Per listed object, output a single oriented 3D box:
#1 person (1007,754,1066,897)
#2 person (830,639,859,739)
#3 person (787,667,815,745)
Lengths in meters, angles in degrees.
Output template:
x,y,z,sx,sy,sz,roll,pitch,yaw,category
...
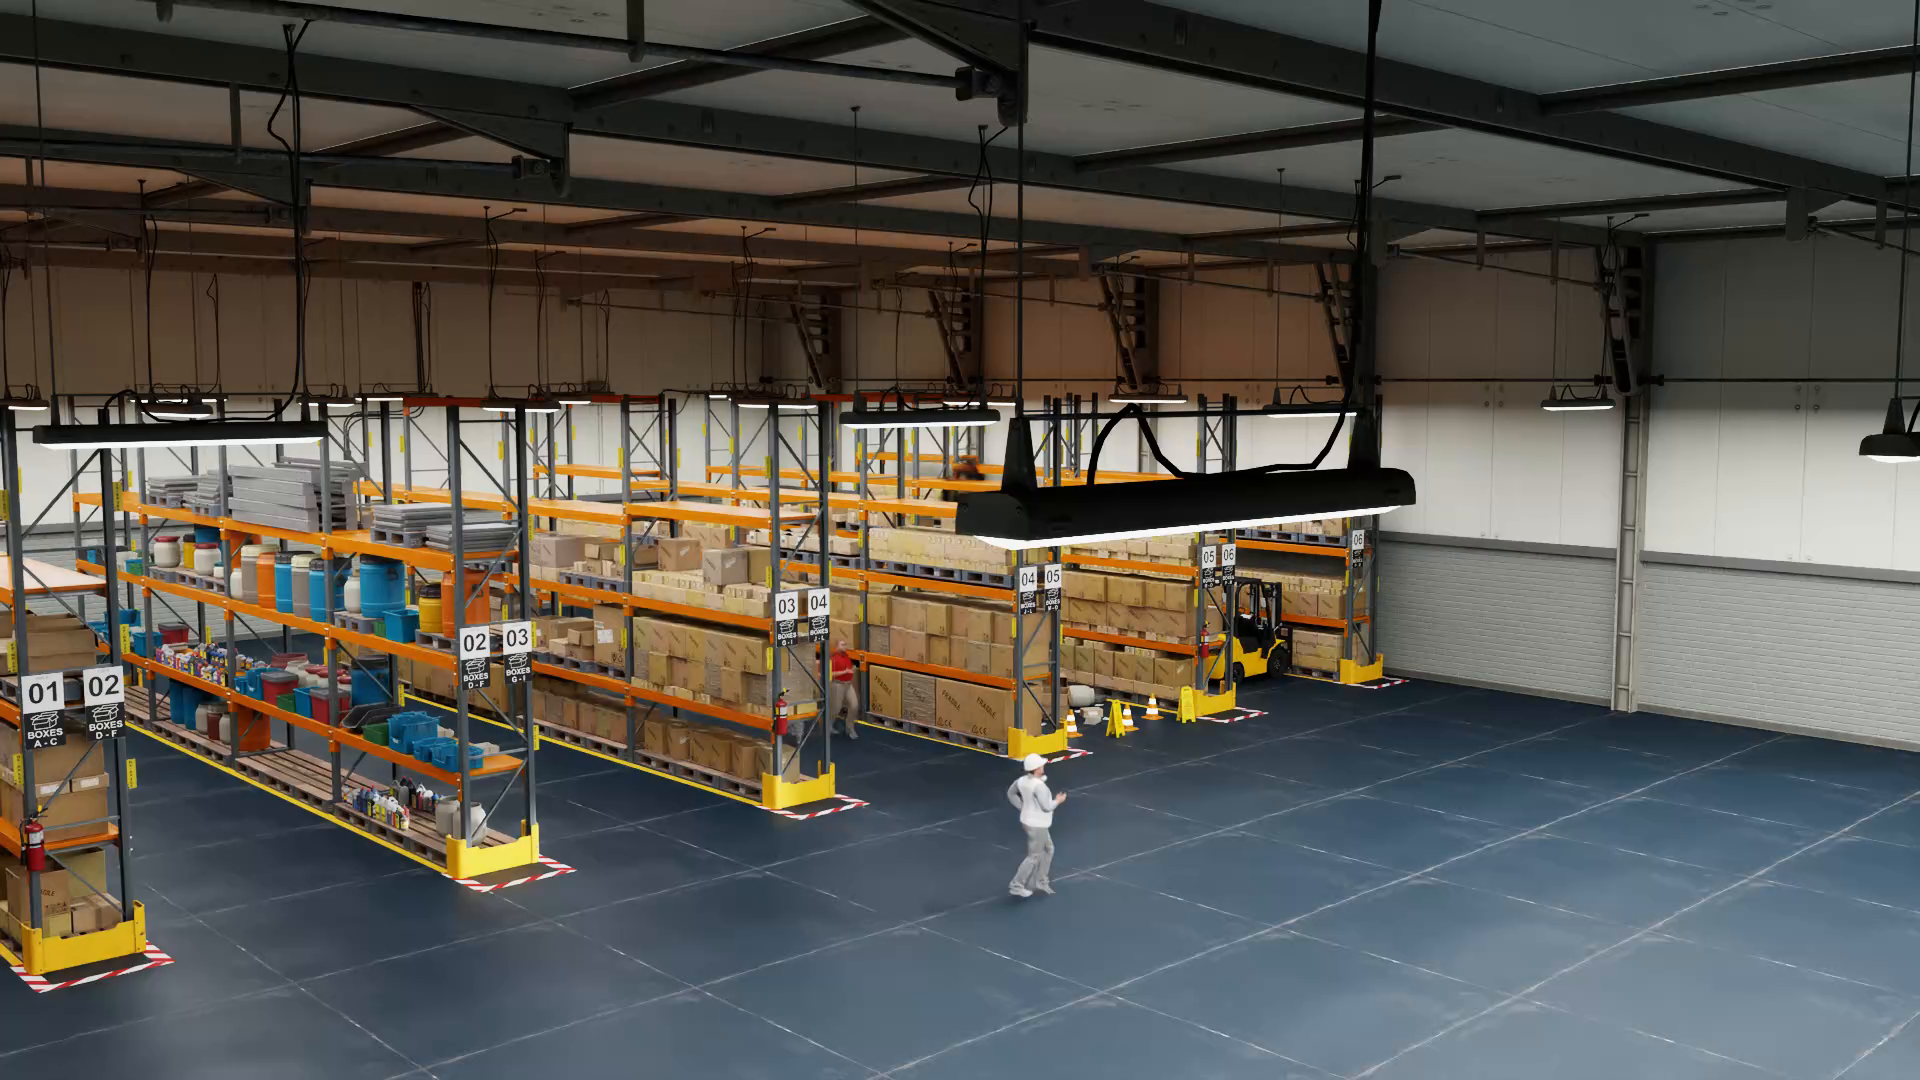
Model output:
x,y,z,sx,sy,sz,roll,pitch,yaw,category
0.928,3.494,20.238,0.731,1.825,0.639,-2,6,-19,person
-2.086,2.643,29.371,0.755,1.791,0.640,5,7,40,person
-2.852,2.649,29.119,0.675,1.845,0.793,-5,7,-41,person
